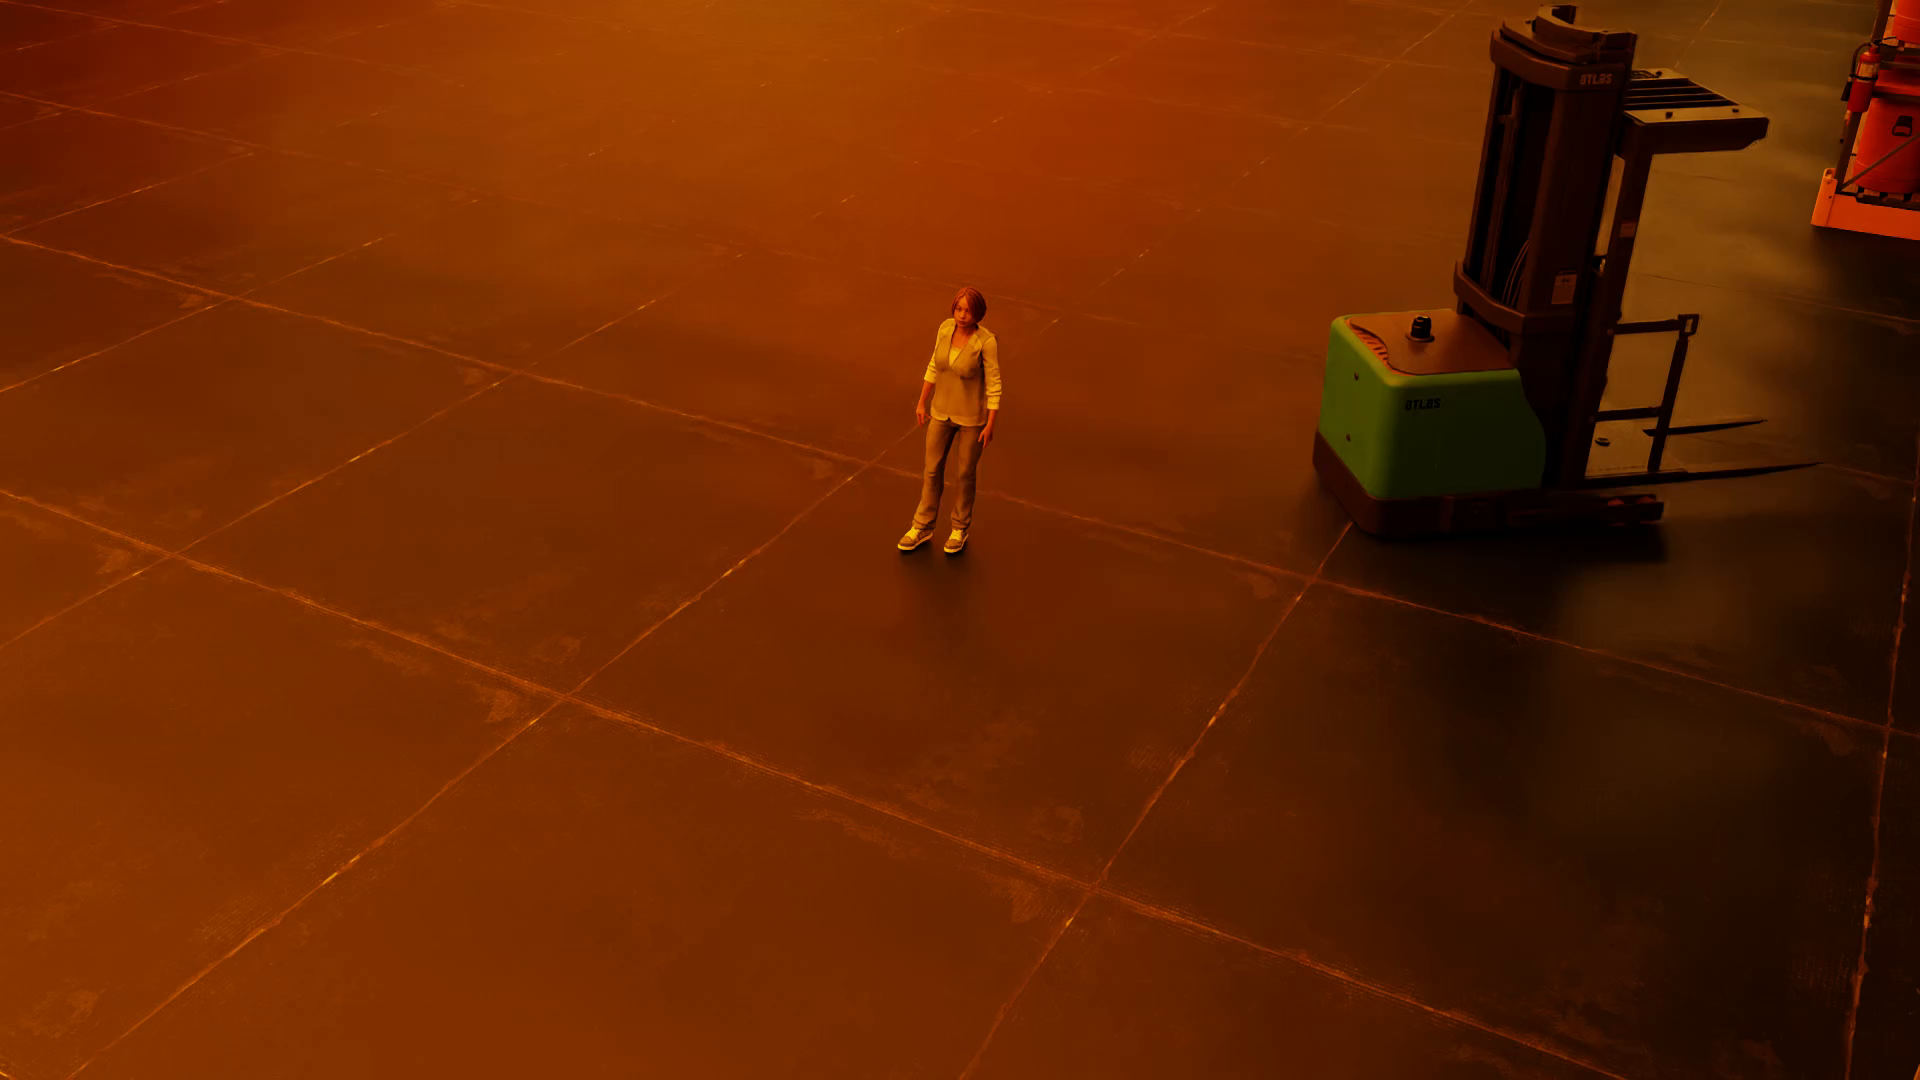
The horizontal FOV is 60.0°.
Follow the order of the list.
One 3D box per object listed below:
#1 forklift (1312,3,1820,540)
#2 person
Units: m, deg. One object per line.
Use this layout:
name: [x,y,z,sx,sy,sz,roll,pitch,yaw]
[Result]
forklift: [3.834,-1.605,9.852,3.031,2.935,1.130,-5,30,-8]
person: [-0.048,-0.669,9.550,0.521,1.596,0.475,15,33,25]
